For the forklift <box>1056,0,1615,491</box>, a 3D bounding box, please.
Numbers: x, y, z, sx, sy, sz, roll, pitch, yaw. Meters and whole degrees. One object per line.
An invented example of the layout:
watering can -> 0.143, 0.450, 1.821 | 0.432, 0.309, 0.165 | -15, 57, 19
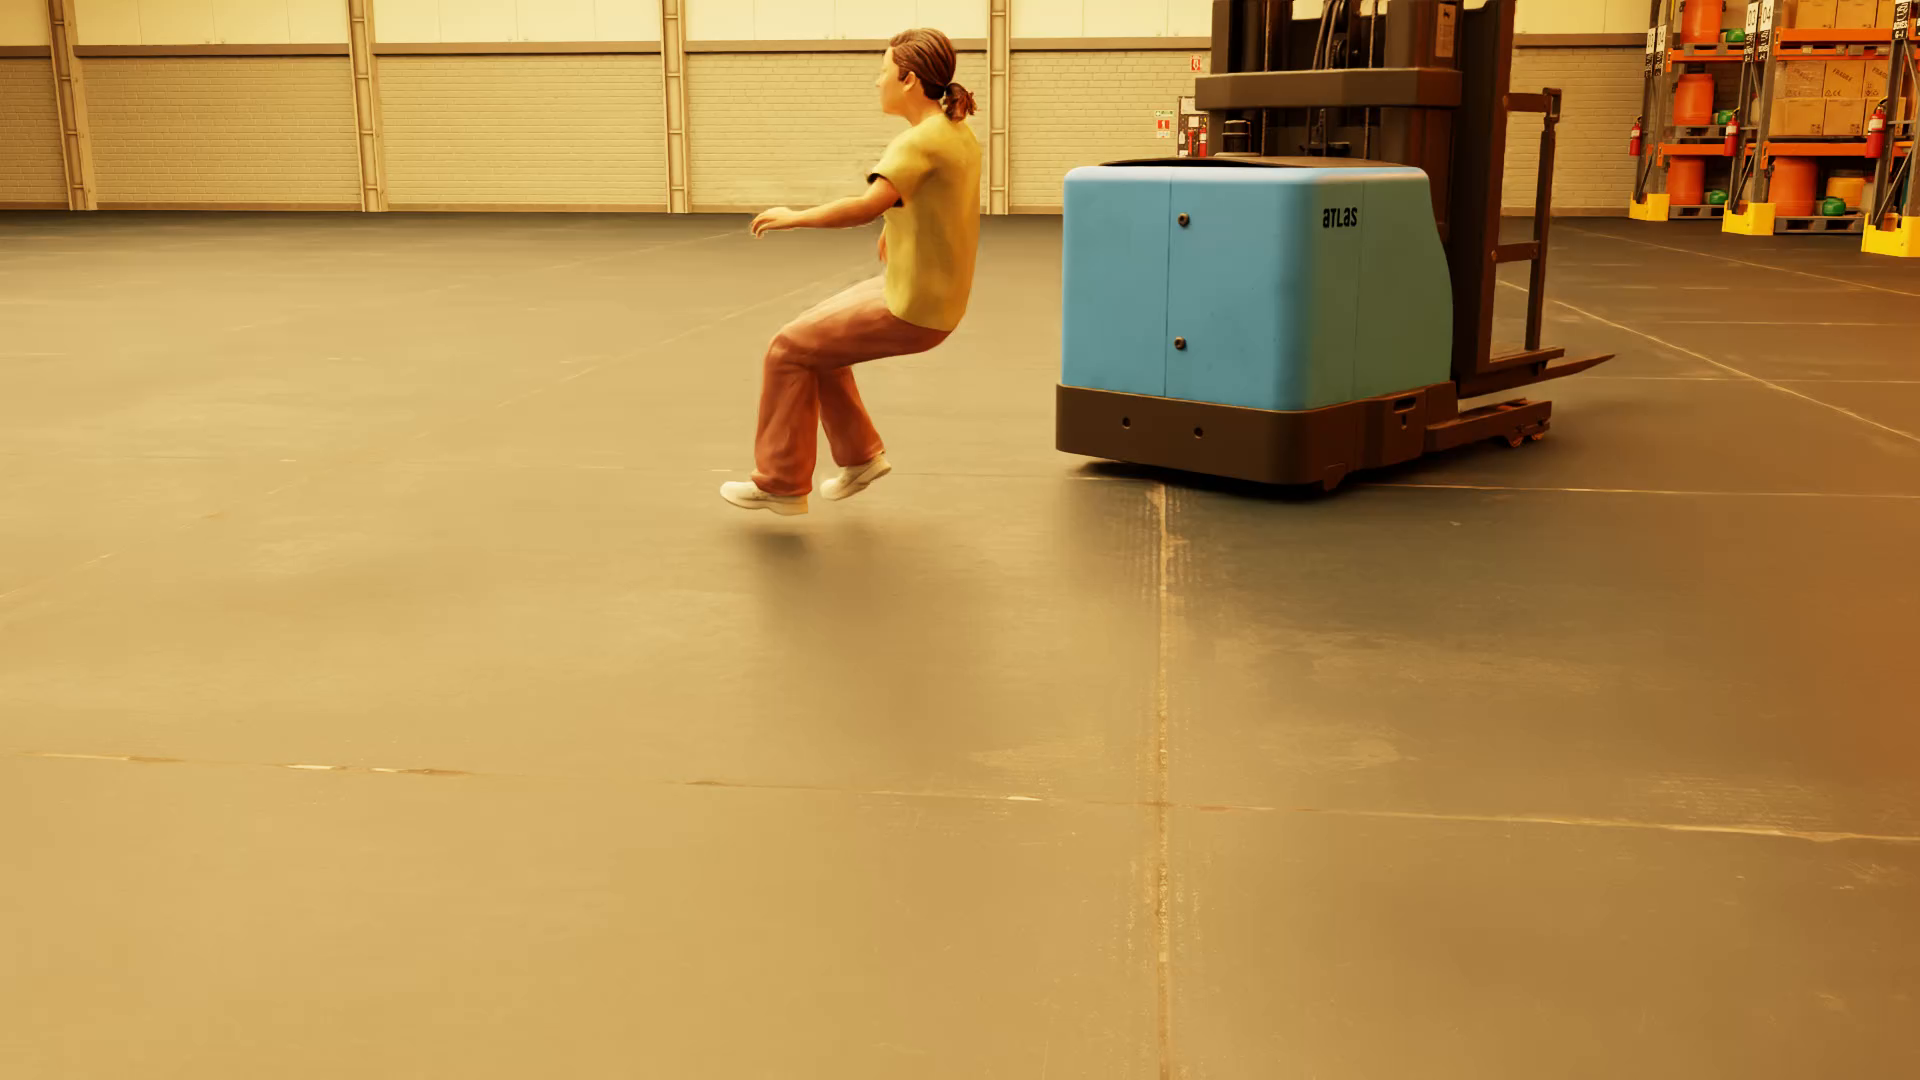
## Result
forklift -> 1.719, -1.859, 6.459 | 1.130, 2.935, 3.031 | 12, 18, 42

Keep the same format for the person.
person -> -0.343, -0.765, 4.939 | 0.836, 1.436, 0.800 | 2, 13, 8
